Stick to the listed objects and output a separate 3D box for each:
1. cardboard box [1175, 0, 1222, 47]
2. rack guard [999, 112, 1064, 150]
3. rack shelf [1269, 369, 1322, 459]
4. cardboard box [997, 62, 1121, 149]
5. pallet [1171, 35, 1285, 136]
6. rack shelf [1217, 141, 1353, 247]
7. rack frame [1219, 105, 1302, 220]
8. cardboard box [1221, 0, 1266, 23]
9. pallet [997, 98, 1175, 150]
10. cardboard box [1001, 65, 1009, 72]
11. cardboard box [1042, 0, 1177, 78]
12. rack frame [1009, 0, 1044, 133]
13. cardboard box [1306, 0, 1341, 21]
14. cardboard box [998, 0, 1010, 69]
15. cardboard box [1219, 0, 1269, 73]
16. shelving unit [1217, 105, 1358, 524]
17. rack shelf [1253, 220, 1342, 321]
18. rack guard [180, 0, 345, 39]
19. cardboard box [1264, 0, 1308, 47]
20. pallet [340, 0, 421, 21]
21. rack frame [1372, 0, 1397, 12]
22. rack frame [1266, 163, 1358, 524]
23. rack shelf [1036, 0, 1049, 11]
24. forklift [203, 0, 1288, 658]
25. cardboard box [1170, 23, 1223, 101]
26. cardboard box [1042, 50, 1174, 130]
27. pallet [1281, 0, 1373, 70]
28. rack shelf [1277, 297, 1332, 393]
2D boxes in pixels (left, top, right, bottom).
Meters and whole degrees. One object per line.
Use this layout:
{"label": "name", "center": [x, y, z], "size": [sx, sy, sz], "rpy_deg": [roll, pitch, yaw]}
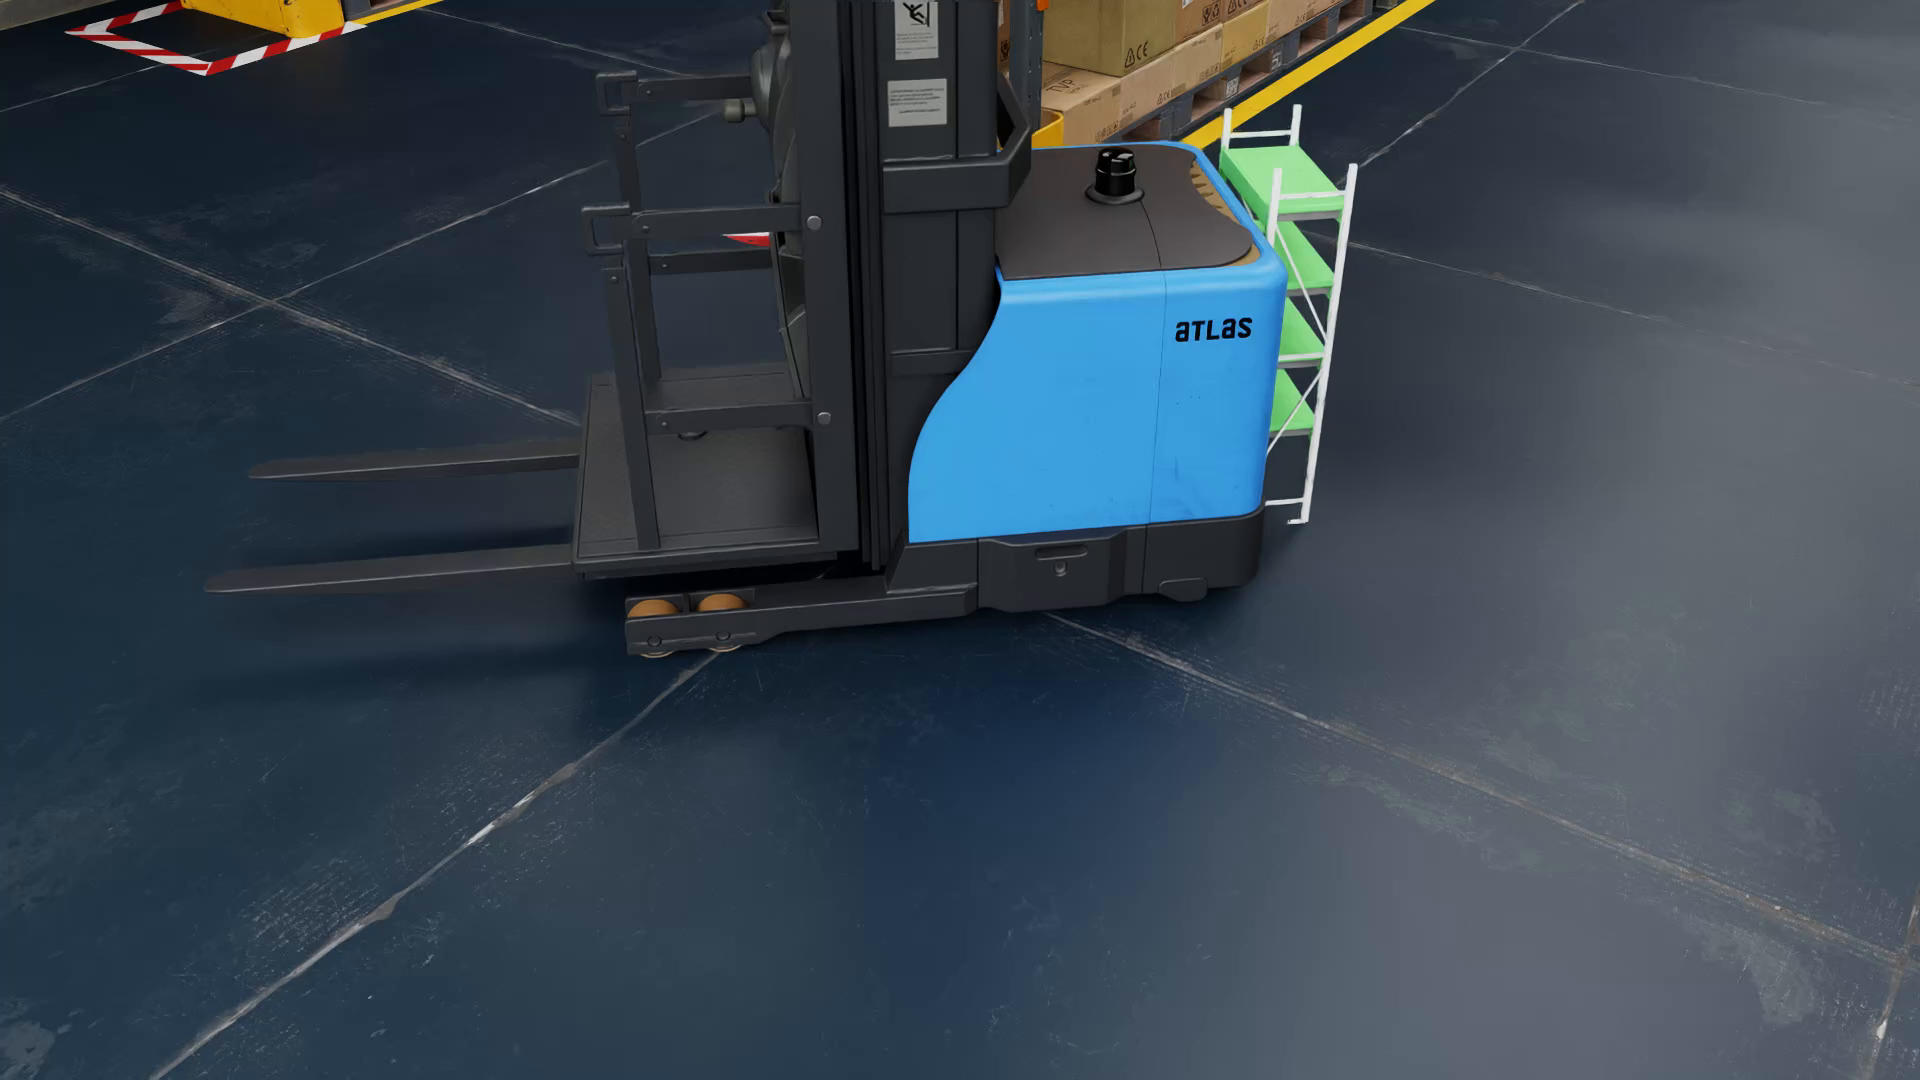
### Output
{"label": "cardboard box", "center": [0.943, -2.722, 8.007], "size": [0.500, 0.500, 0.500], "rpy_deg": [21, 39, 28]}
{"label": "rack guard", "center": [-0.117, -1.689, 7.301], "size": [1.175, 0.500, 0.348], "rpy_deg": [21, 39, 28]}
{"label": "rack shelf", "center": [0.958, -0.430, 5.357], "size": [0.258, 0.148, 0.480], "rpy_deg": [-5, 34, -7]}
{"label": "cardboard box", "center": [0.385, -1.946, 7.530], "size": [0.500, 0.250, 0.500], "rpy_deg": [21, 39, 28]}
{"label": "pallet", "center": [0.994, -2.505, 8.765], "size": [1.003, 0.211, 1.213], "rpy_deg": [21, 39, 28]}
{"label": "rack shelf", "center": [0.958, -1.027, 4.954], "size": [0.258, 0.148, 0.480], "rpy_deg": [-5, 34, -7]}
{"label": "rack frame", "center": [0.921, -0.817, 5.387], "size": [0.240, 1.200, 0.015], "rpy_deg": [-5, 34, -7]}
{"label": "cardboard box", "center": [1.242, -2.946, 8.339], "size": [0.500, 0.500, 0.500], "rpy_deg": [21, 39, 28]}
{"label": "pallet", "center": [0.298, -1.946, 7.939], "size": [1.003, 0.211, 1.213], "rpy_deg": [21, 39, 28]}
{"label": "cardboard box", "center": [-0.041, -2.112, 7.775], "size": [0.500, 0.250, 0.500], "rpy_deg": [21, 39, 28]}
{"label": "cardboard box", "center": [0.668, -2.488, 7.661], "size": [0.500, 0.500, 0.500], "rpy_deg": [21, 39, 28]}
{"label": "rack frame", "center": [-0.104, -2.735, 6.617], "size": [1.000, 3.000, 0.127], "rpy_deg": [21, 39, 28]}
{"label": "cardboard box", "center": [1.799, -3.101, 9.238], "size": [0.500, 0.250, 0.500], "rpy_deg": [21, 39, 28]}
{"label": "cardboard box", "center": [-0.042, -2.423, 7.565], "size": [0.500, 0.500, 0.500], "rpy_deg": [21, 39, 28]}
{"label": "cardboard box", "center": [1.242, -2.636, 8.550], "size": [0.500, 0.250, 0.500], "rpy_deg": [21, 39, 28]}
{"label": "shelving unit", "center": [0.958, -0.682, 5.187], "size": [0.258, 1.200, 0.503], "rpy_deg": [-5, 34, -7]}
{"label": "rack shelf", "center": [0.958, -0.828, 5.089], "size": [0.258, 0.148, 0.480], "rpy_deg": [-5, 34, -7]}
{"label": "rack guard", "center": [-4.132, -3.316, 9.707], "size": [1.175, 0.500, 0.348], "rpy_deg": [21, 39, 28]}
{"label": "cardboard box", "center": [1.526, -2.866, 8.890], "size": [0.500, 0.250, 0.500], "rpy_deg": [21, 39, 28]}
{"label": "pallet", "center": [-3.640, -3.558, 10.324], "size": [1.003, 0.211, 1.213], "rpy_deg": [21, 39, 28]}
{"label": "rack frame", "center": [2.177, -4.576, 9.339], "size": [1.000, 3.000, 0.127], "rpy_deg": [21, 39, 28]}
{"label": "rack frame", "center": [0.995, -0.547, 4.987], "size": [0.240, 1.200, 0.015], "rpy_deg": [-5, 34, -7]}
{"label": "rack shelf", "center": [1.037, -3.358, 8.180], "size": [1.077, 0.370, 4.000], "rpy_deg": [21, 39, 28]}
{"label": "forklift", "center": [-0.665, -1.195, 4.400], "size": [3.031, 2.935, 1.130], "rpy_deg": [-5, 34, -7]}
{"label": "cardboard box", "center": [0.952, -2.407, 8.212], "size": [0.500, 0.250, 0.500], "rpy_deg": [21, 39, 28]}
{"label": "cardboard box", "center": [0.667, -2.177, 7.872], "size": [0.500, 0.250, 0.500], "rpy_deg": [21, 39, 28]}
{"label": "pallet", "center": [1.689, -3.069, 9.599], "size": [1.003, 0.211, 1.213], "rpy_deg": [21, 39, 28]}
{"label": "rack shelf", "center": [0.958, -0.629, 5.223], "size": [0.258, 0.148, 0.480], "rpy_deg": [-5, 34, -7]}
